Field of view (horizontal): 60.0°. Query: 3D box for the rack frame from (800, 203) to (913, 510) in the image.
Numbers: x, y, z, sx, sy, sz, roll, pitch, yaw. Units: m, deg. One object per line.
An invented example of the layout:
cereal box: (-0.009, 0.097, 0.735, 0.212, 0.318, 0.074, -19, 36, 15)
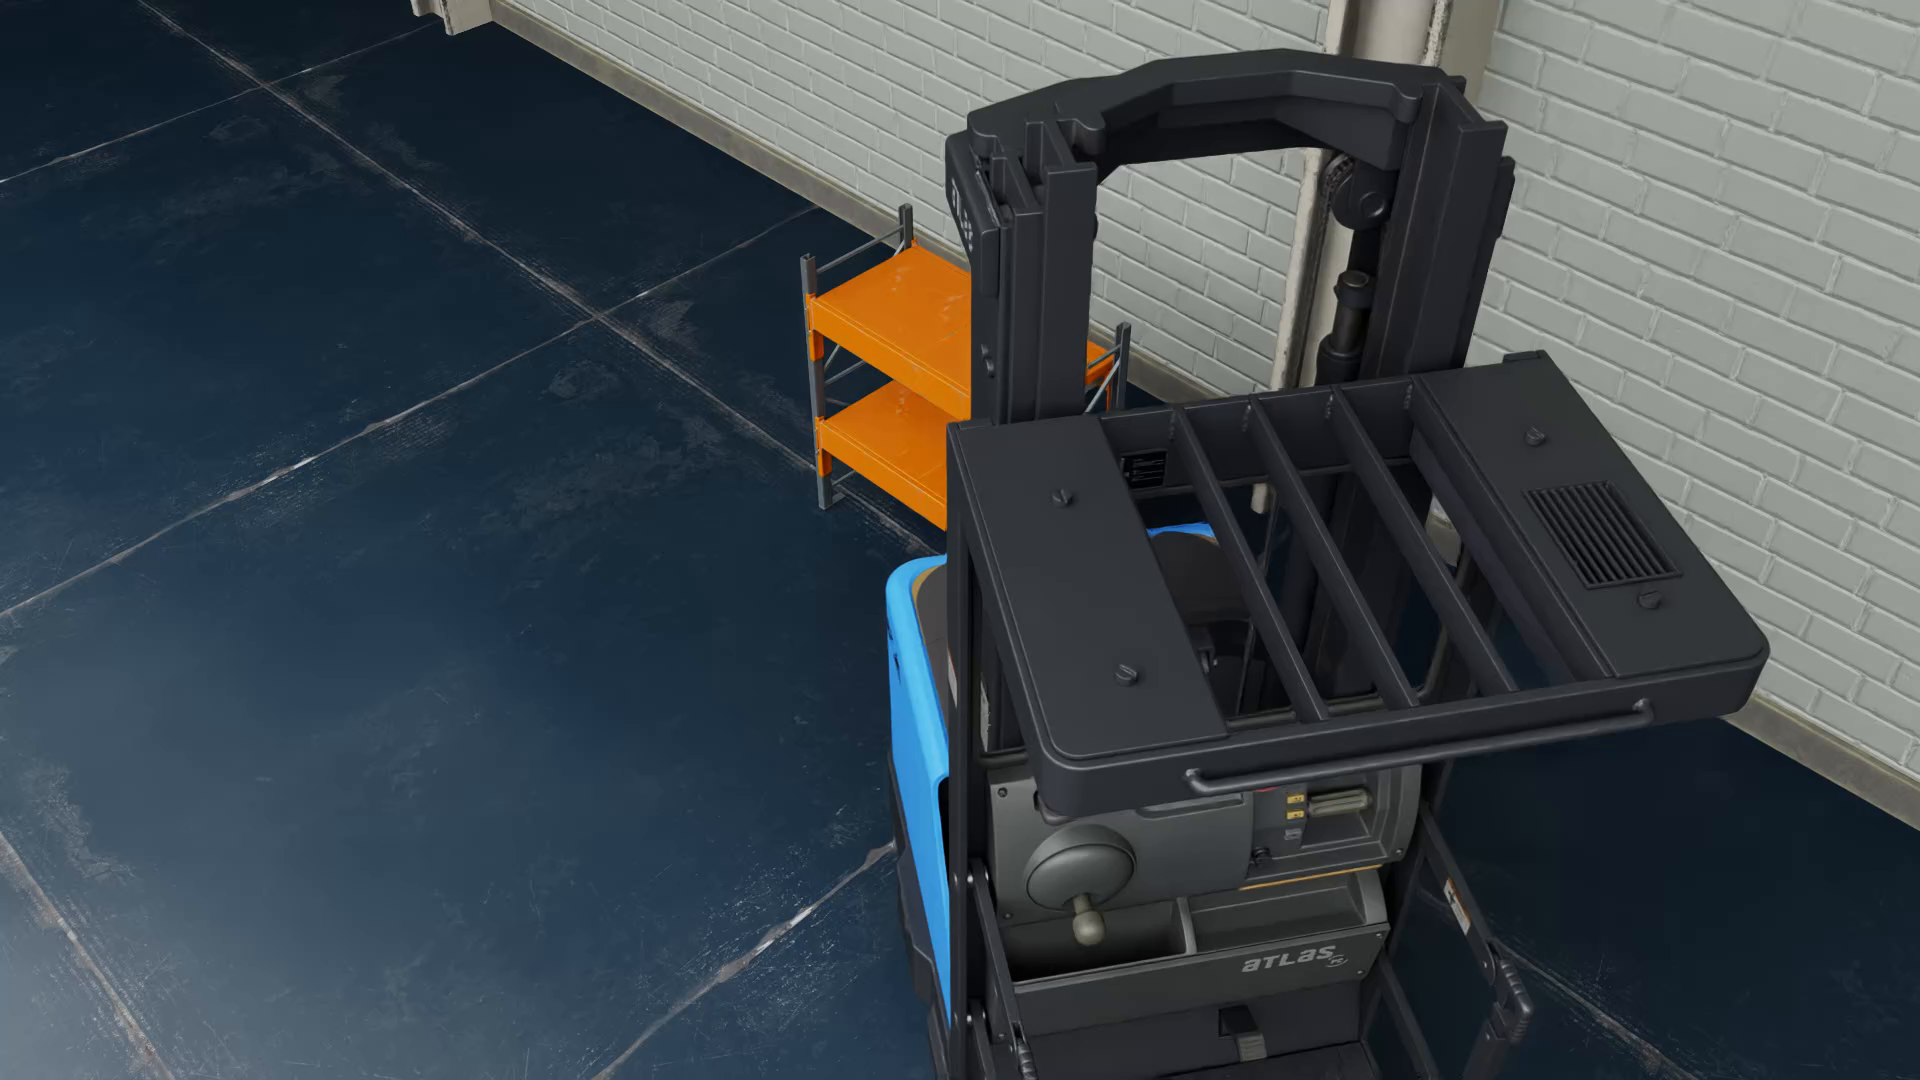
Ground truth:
rack frame: (-0.354, -0.654, 6.129, 0.500, 1.125, 0.032, -34, 53, -31)

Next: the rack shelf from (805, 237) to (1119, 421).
rack shelf: (0.005, -0.625, 5.666, 0.538, 0.278, 1.000, -34, 53, -31)

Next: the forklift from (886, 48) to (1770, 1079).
forklift: (0.566, 0.690, 3.344, 1.130, 2.935, 3.031, -8, 43, -8)

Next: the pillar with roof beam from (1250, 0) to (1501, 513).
pillar with roof beam: (-1.689, -1.348, 1.078, 9.100, 9.000, 0.400, -34, 53, -31)

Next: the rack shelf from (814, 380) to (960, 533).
rack shelf: (0.005, -0.230, 6.031, 0.538, 0.278, 1.000, -34, 53, -31)

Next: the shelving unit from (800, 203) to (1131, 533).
shelving unit: (0.005, -0.410, 5.865, 0.538, 1.125, 1.048, -34, 53, -31)

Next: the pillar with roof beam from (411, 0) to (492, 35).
pillar with roof beam: (-5.926, -4.231, 4.198, 9.100, 9.000, 0.400, -34, 53, -31)

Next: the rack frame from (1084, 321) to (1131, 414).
rack frame: (0.364, -0.166, 5.600, 0.500, 1.125, 0.032, -34, 53, -31)
